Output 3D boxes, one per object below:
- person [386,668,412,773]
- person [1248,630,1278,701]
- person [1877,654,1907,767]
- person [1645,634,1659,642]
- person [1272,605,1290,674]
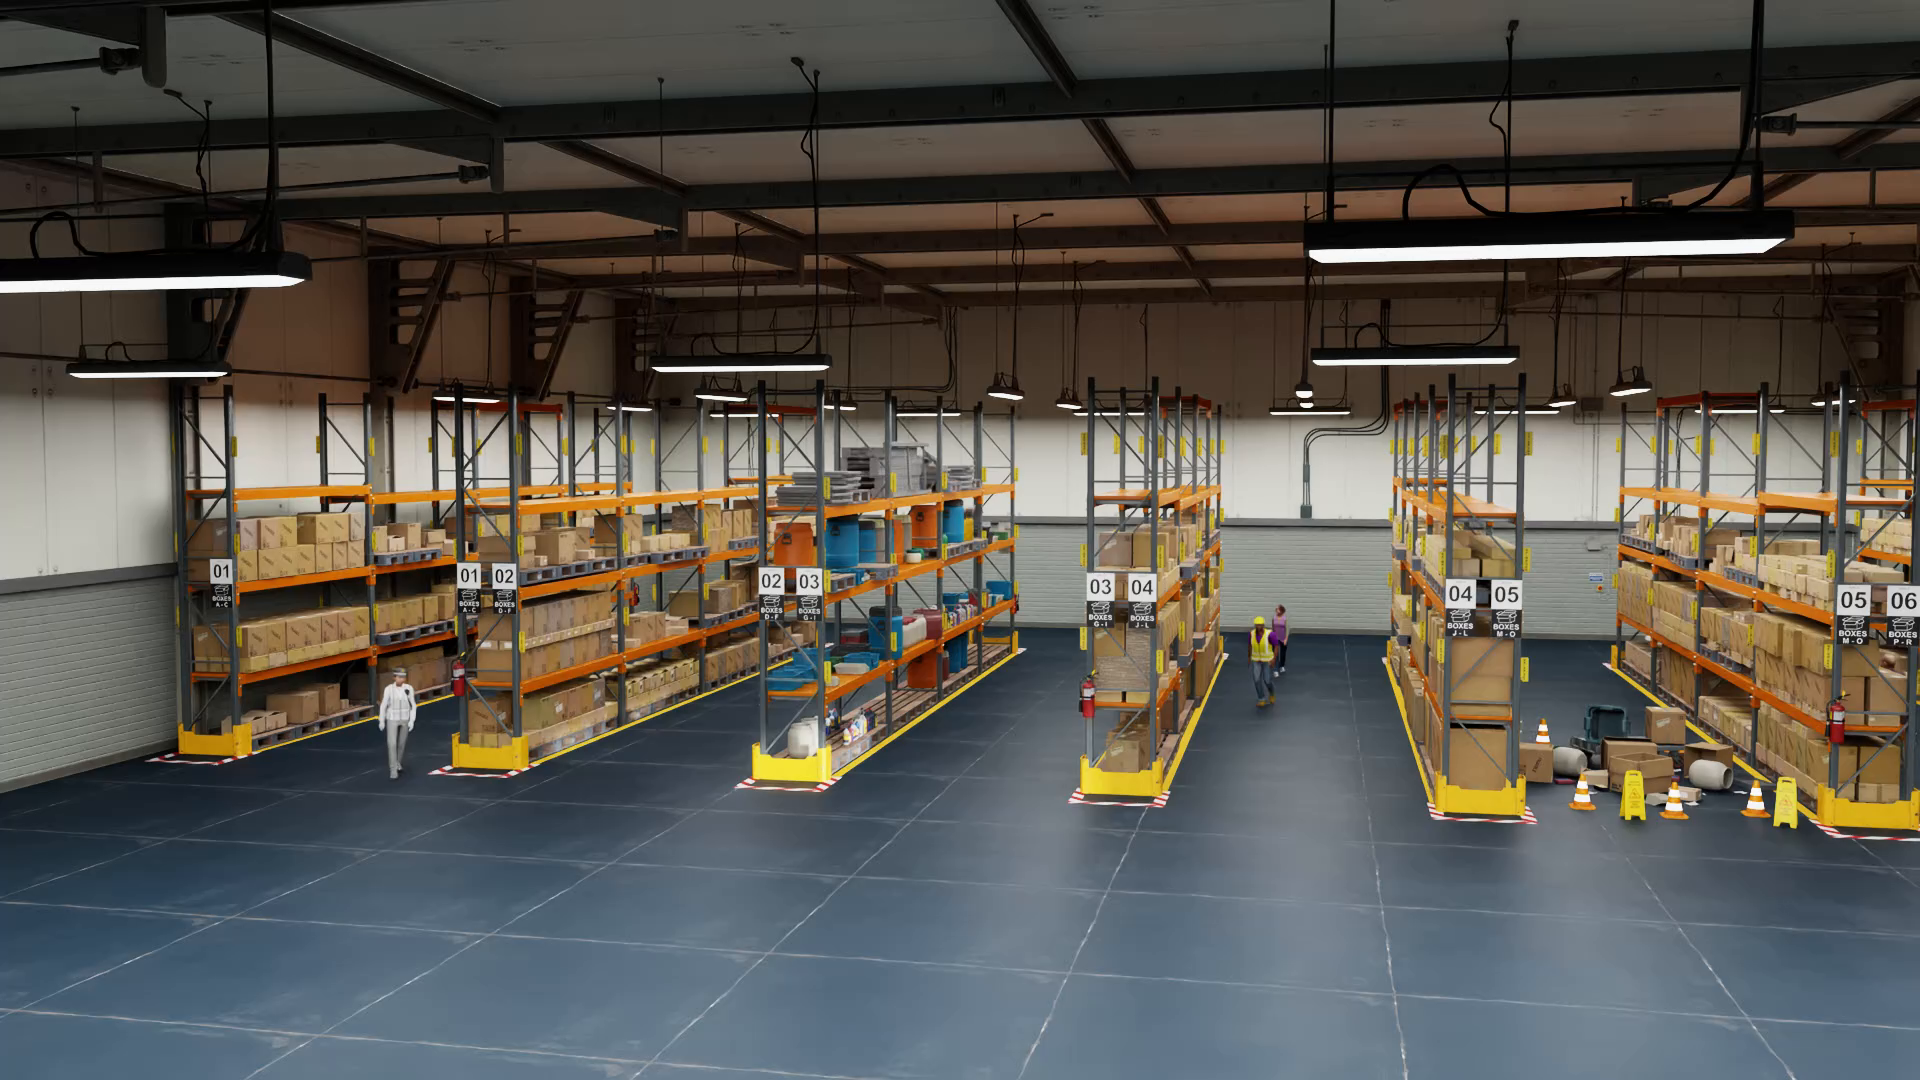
[{"bbox_3d":[-8.596,2.723,25.394,0.437,1.560,0.738,-2,4,-35],"label":"person"},{"bbox_3d":[5.887,2.431,32.218,0.623,1.418,0.560,2,4,29],"label":"person"},{"bbox_3d":[14.461,2.669,25.881,0.588,1.776,0.605,1,3,13],"label":"person"},{"bbox_3d":[17.044,1.838,40.921,0.711,1.726,0.534,0,3,-2],"label":"person"},{"bbox_3d":[7.004,2.149,36.334,0.379,1.488,0.826,1,3,10],"label":"person"}]
